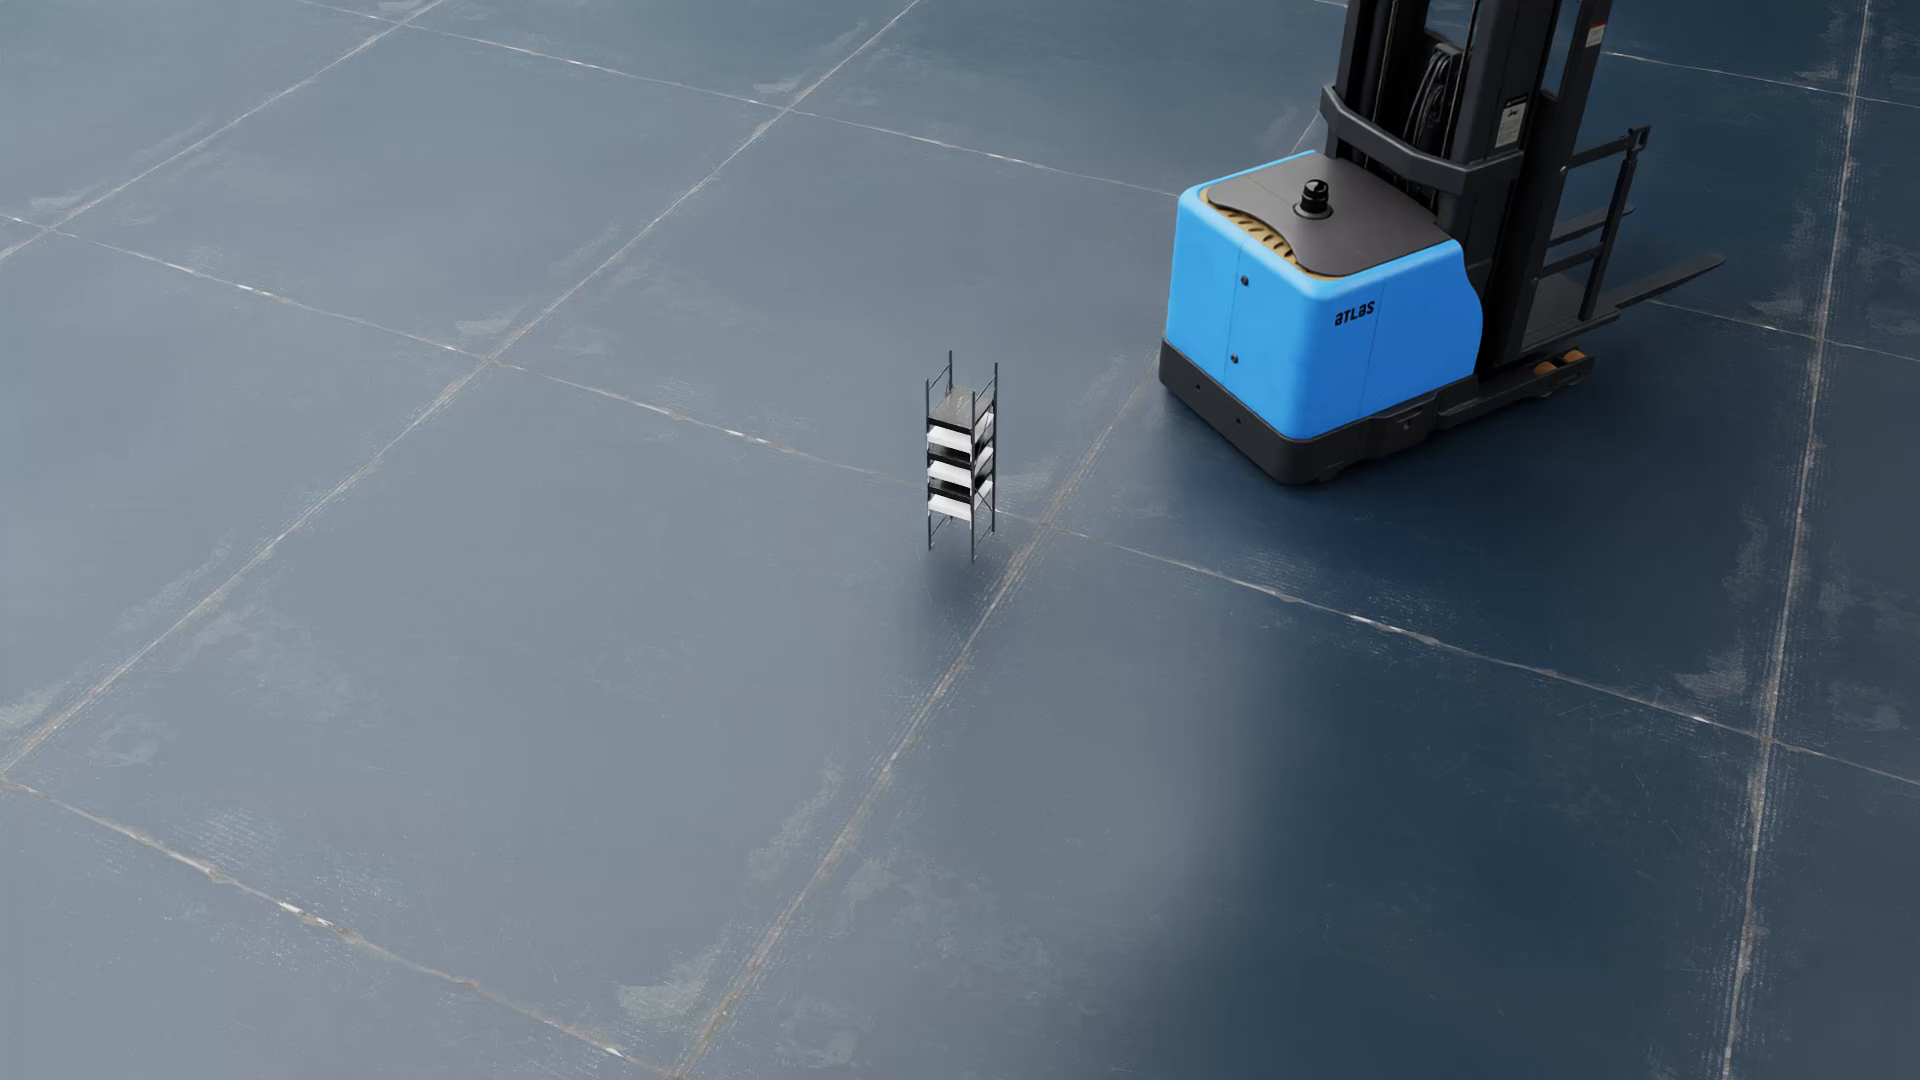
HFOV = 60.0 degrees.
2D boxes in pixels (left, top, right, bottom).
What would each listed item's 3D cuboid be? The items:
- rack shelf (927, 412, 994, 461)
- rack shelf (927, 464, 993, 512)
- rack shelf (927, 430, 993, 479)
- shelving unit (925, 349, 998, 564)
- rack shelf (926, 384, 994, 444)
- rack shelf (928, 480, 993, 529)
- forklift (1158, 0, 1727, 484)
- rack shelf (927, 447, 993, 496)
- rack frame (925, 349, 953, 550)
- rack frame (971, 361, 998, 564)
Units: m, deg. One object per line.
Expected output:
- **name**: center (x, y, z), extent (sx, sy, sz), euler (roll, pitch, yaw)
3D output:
- **rack shelf**: center (0.007, -0.449, 6.857), extent (0.200, 0.077, 0.258), euler (17, 44, 19)
- **rack shelf**: center (0.007, -0.245, 7.033), extent (0.200, 0.077, 0.258), euler (17, 44, 19)
- **rack shelf**: center (0.007, -0.381, 6.916), extent (0.200, 0.077, 0.258), euler (17, 44, 19)
- **shelving unit**: center (0.007, -0.338, 6.953), extent (0.210, 0.900, 0.258), euler (17, 44, 19)
- **rack shelf**: center (0.007, -0.517, 6.798), extent (0.200, 0.077, 0.258), euler (17, 44, 19)
- **rack shelf**: center (0.007, -0.177, 7.092), extent (0.200, 0.077, 0.258), euler (17, 44, 19)
- **forklift**: center (2.491, -2.076, 7.408), extent (3.031, 2.935, 1.130), euler (-21, 45, -23)
- **rack shelf**: center (0.007, -0.313, 6.974), extent (0.200, 0.077, 0.258), euler (17, 44, 19)
- **rack frame**: center (-0.085, -0.366, 6.985), extent (0.006, 0.900, 0.240), euler (17, 44, 19)
- **rack frame**: center (0.099, -0.310, 6.920), extent (0.006, 0.900, 0.240), euler (17, 44, 19)
